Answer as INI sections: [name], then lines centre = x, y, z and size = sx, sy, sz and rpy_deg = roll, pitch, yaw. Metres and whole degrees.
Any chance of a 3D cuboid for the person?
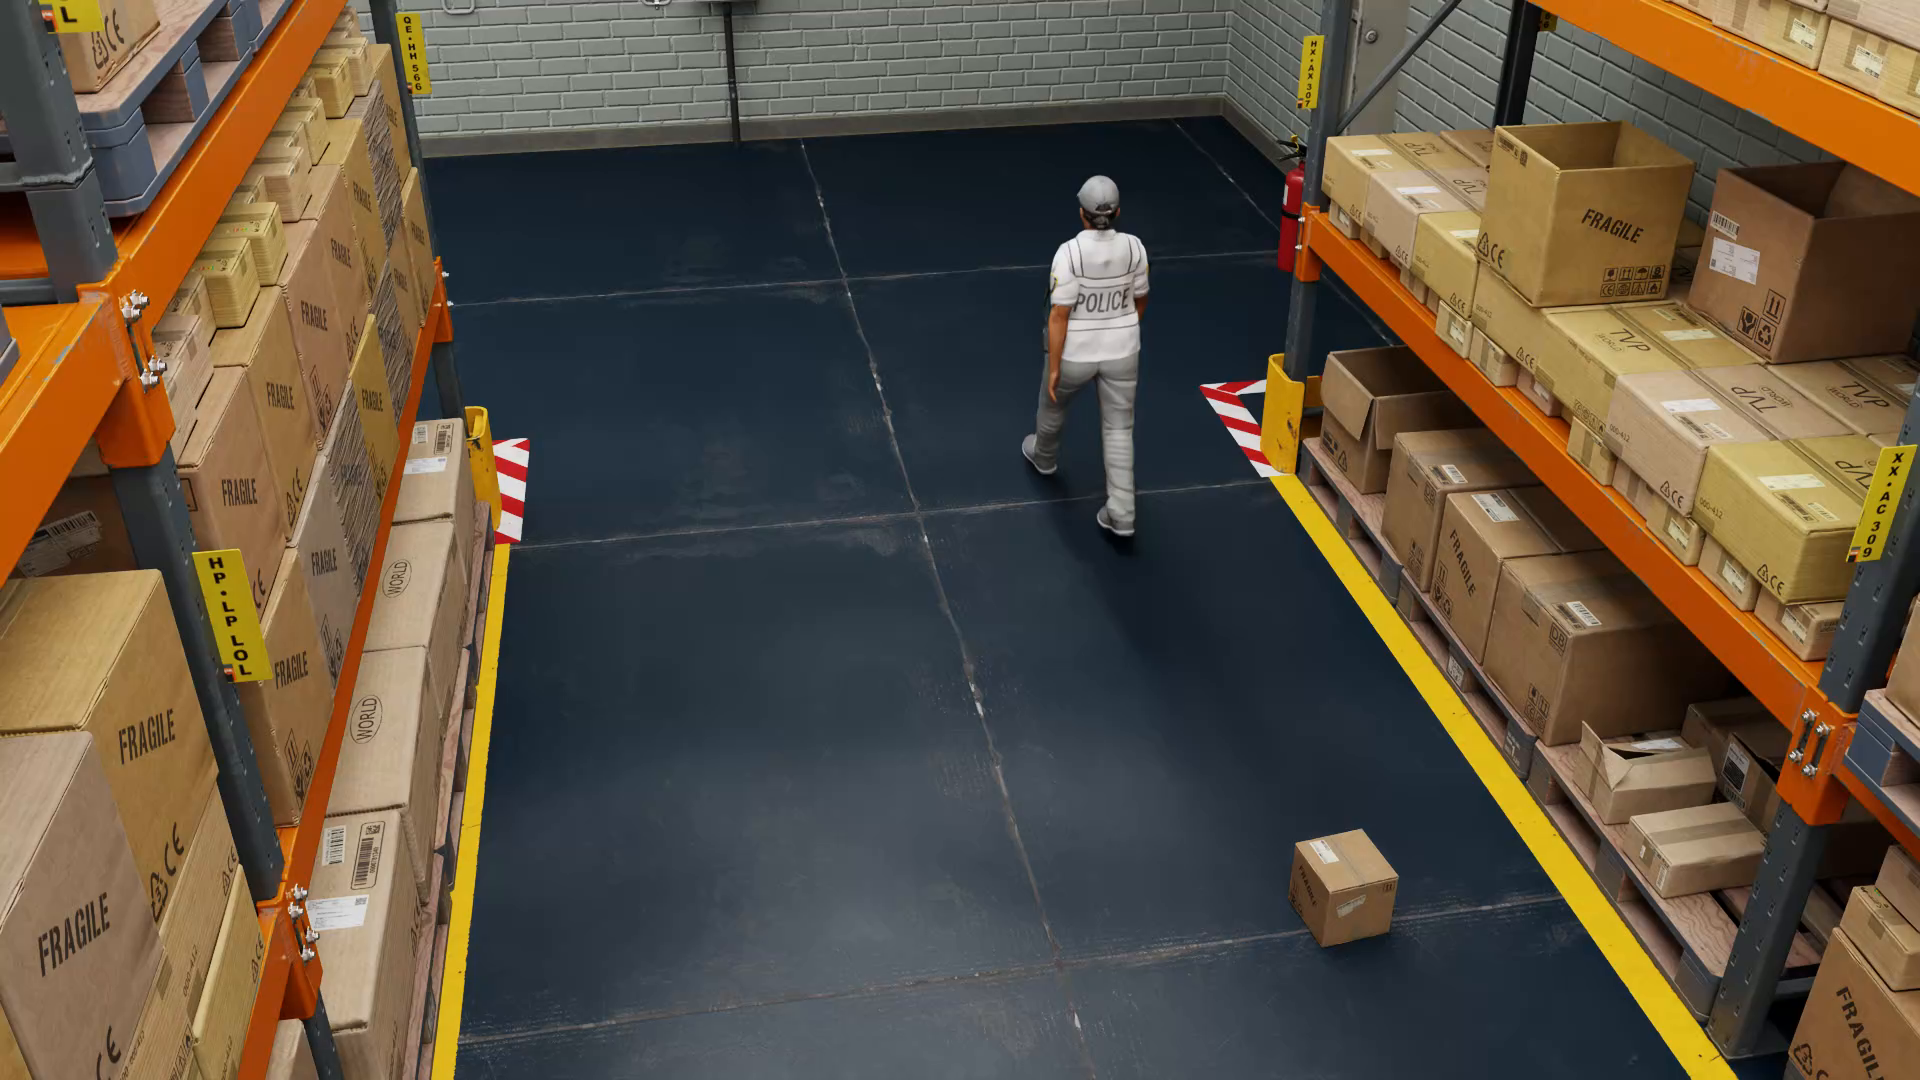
[person]
centre = 0.611, -0.899, 7.638
size = 0.495, 1.599, 1.050
rpy_deg = -4, 31, -7
